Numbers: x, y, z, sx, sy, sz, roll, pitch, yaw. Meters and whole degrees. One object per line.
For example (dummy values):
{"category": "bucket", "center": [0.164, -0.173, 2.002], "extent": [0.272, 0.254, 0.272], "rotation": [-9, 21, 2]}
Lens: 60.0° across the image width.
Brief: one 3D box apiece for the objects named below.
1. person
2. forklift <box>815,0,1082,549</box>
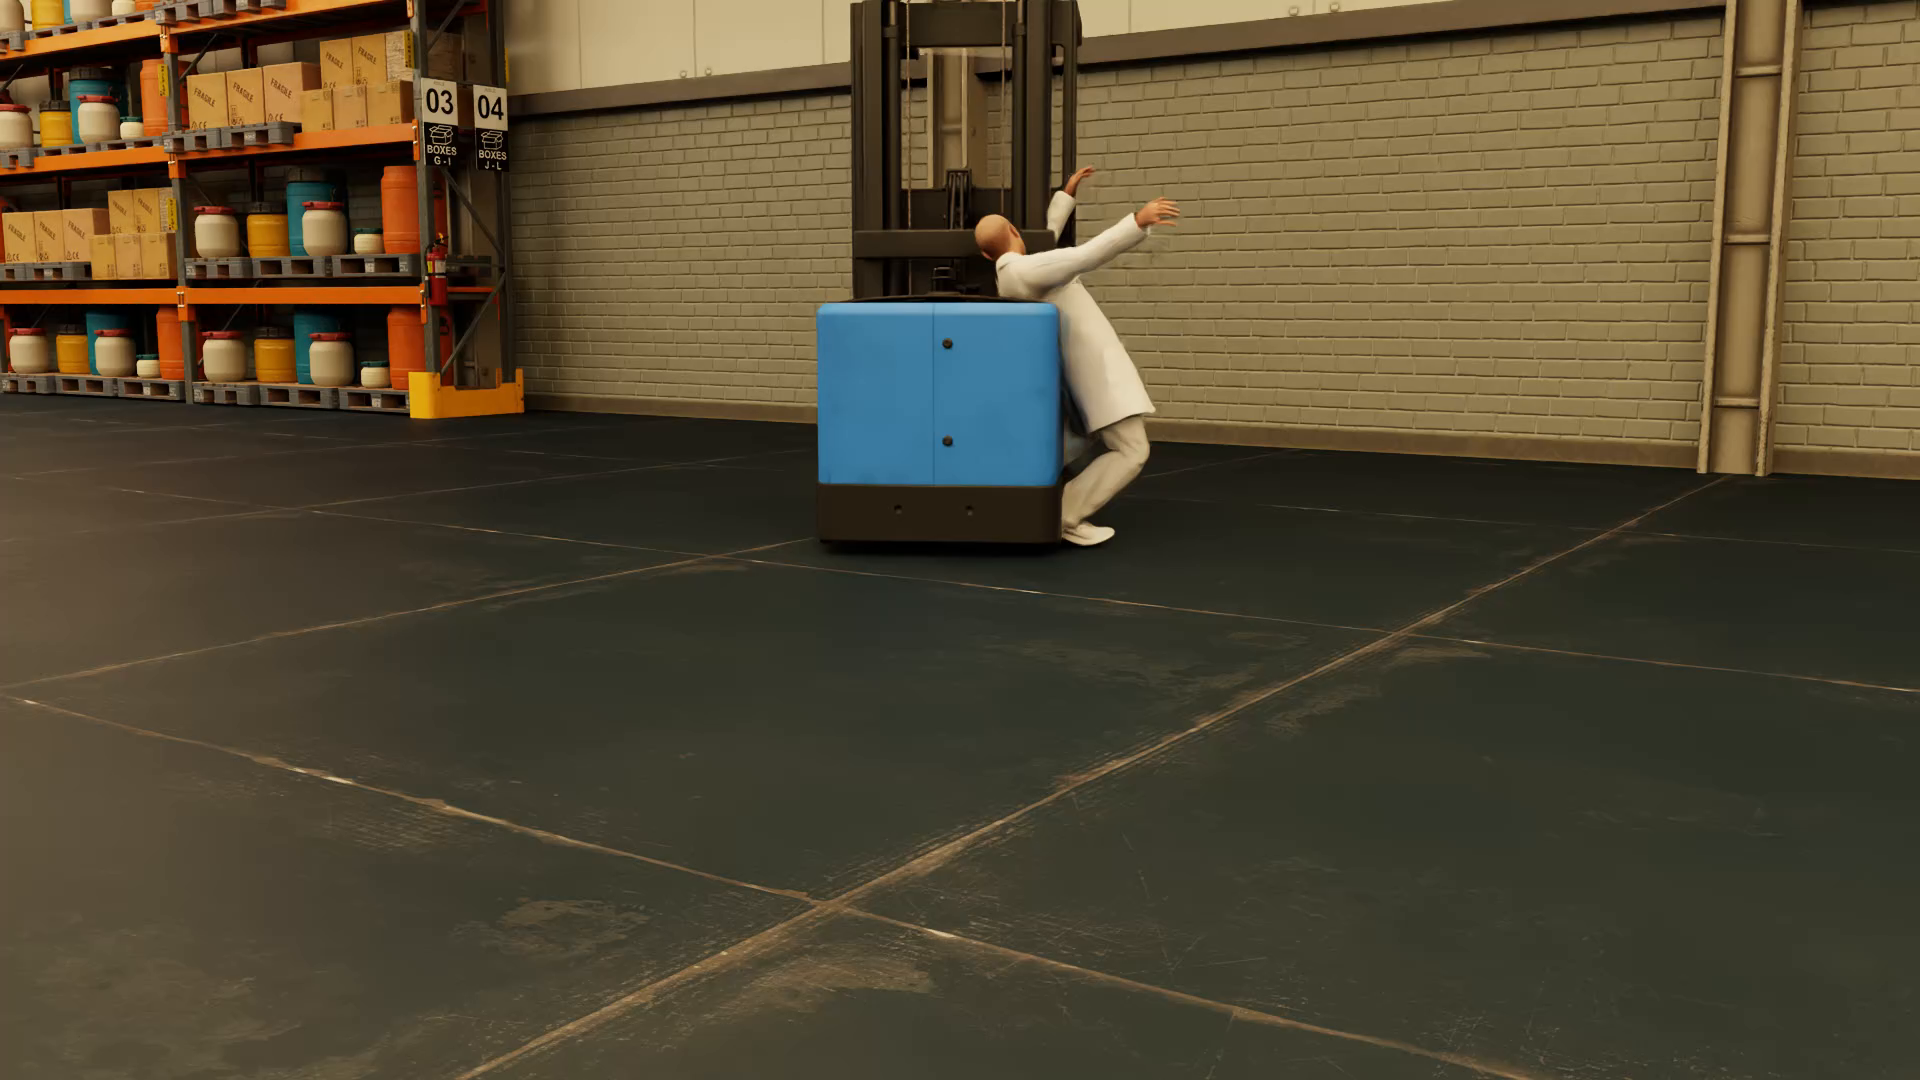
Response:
{"category": "person", "center": [0.494, -0.824, 7.335], "extent": [0.730, 1.694, 1.094], "rotation": [-3, 9, -20]}
{"category": "forklift", "center": [0.044, -1.584, 8.331], "extent": [1.130, 2.935, 3.031], "rotation": [1, 8, 6]}
